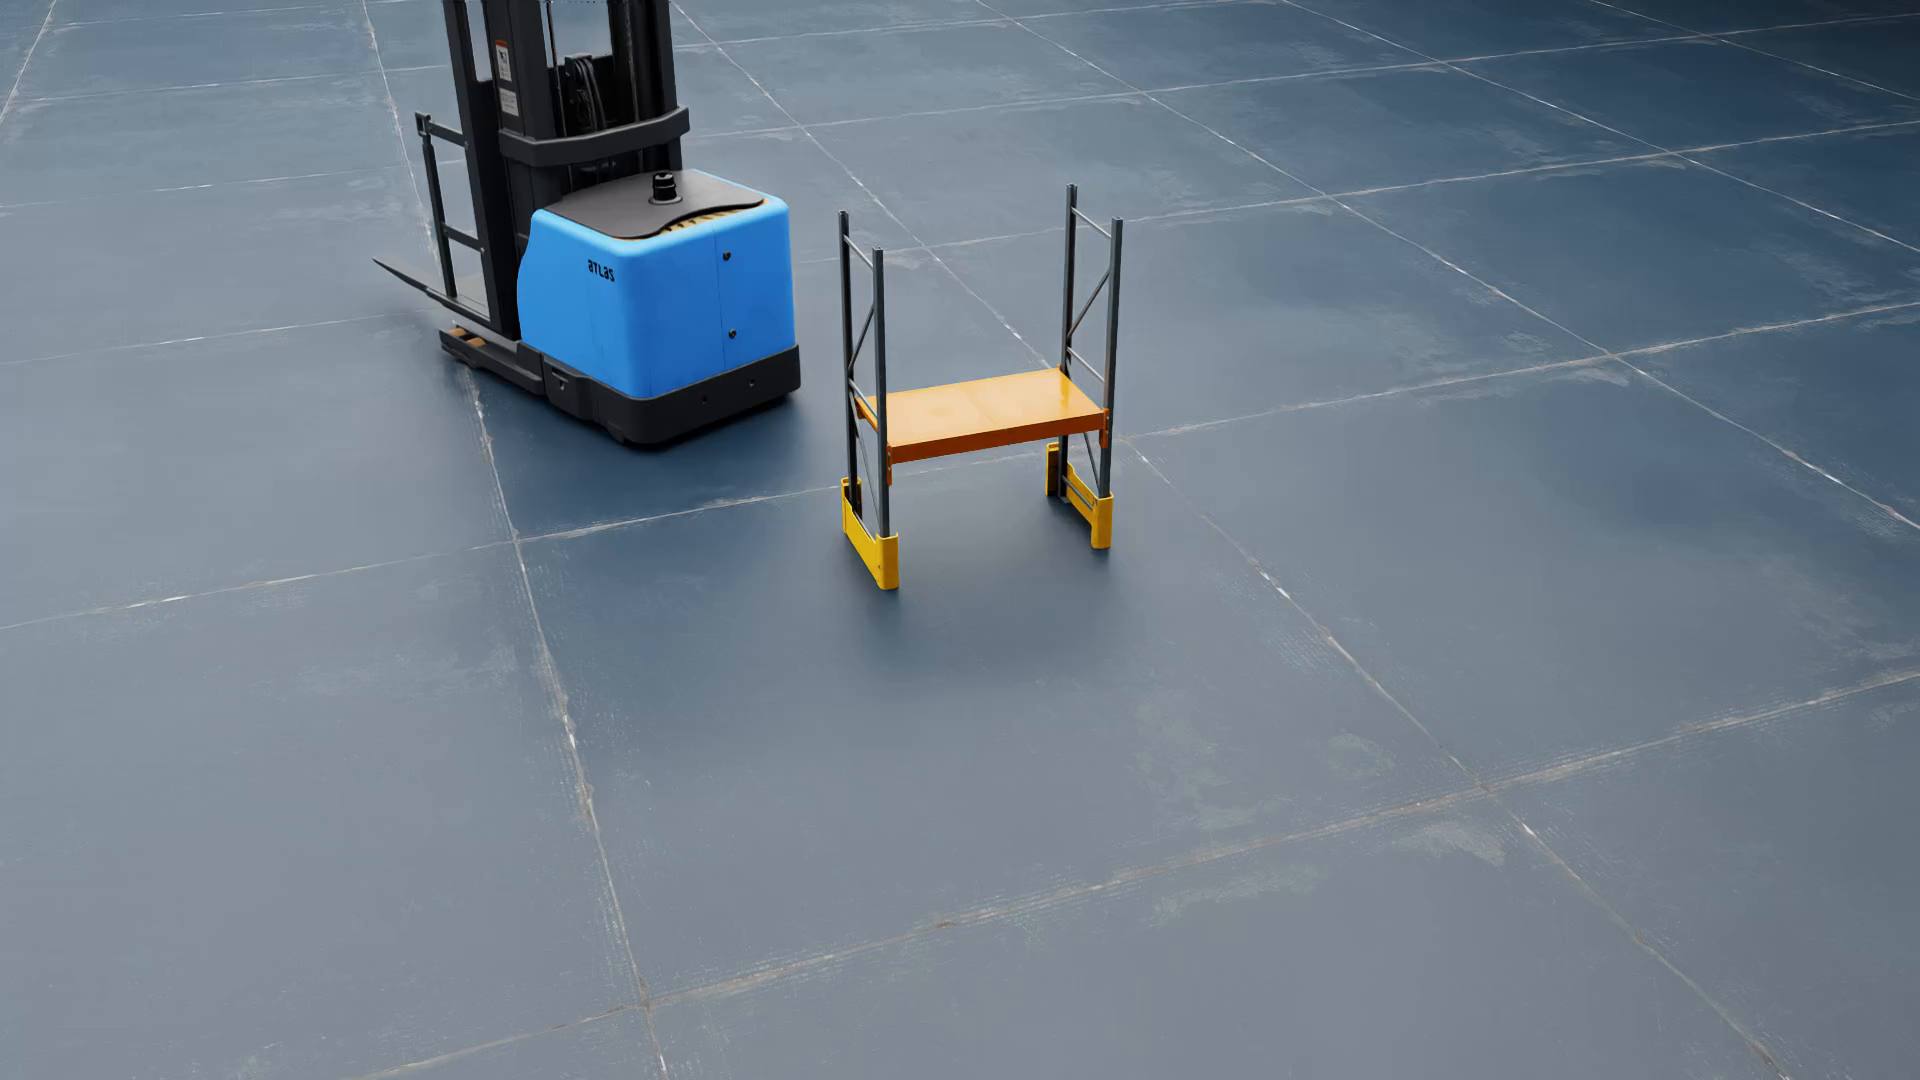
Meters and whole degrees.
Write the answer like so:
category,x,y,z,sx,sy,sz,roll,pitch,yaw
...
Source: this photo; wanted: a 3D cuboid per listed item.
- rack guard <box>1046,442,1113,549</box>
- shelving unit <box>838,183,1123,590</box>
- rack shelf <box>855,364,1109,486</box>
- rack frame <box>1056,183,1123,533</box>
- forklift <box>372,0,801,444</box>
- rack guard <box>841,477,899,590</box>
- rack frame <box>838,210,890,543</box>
category,x,y,z,sx,sy,sz,roll,pitch,yaw
rack guard,0.538,-0.208,7.571,0.087,0.250,0.587,-10,31,-18
shelving unit,0.071,-0.665,7.110,1.083,1.500,0.587,-10,31,-18
rack shelf,0.080,-0.510,7.202,1.000,0.185,0.538,-10,31,-18
rack frame,0.556,-0.754,7.267,0.032,1.500,0.500,-10,31,-18
forklift,-2.234,-2.371,8.660,1.130,2.935,3.031,-26,39,-38
rack guard,-0.395,-0.036,7.269,0.087,0.250,0.587,-10,31,-18
rack frame,-0.396,-0.579,6.959,0.032,1.500,0.500,-10,31,-18
